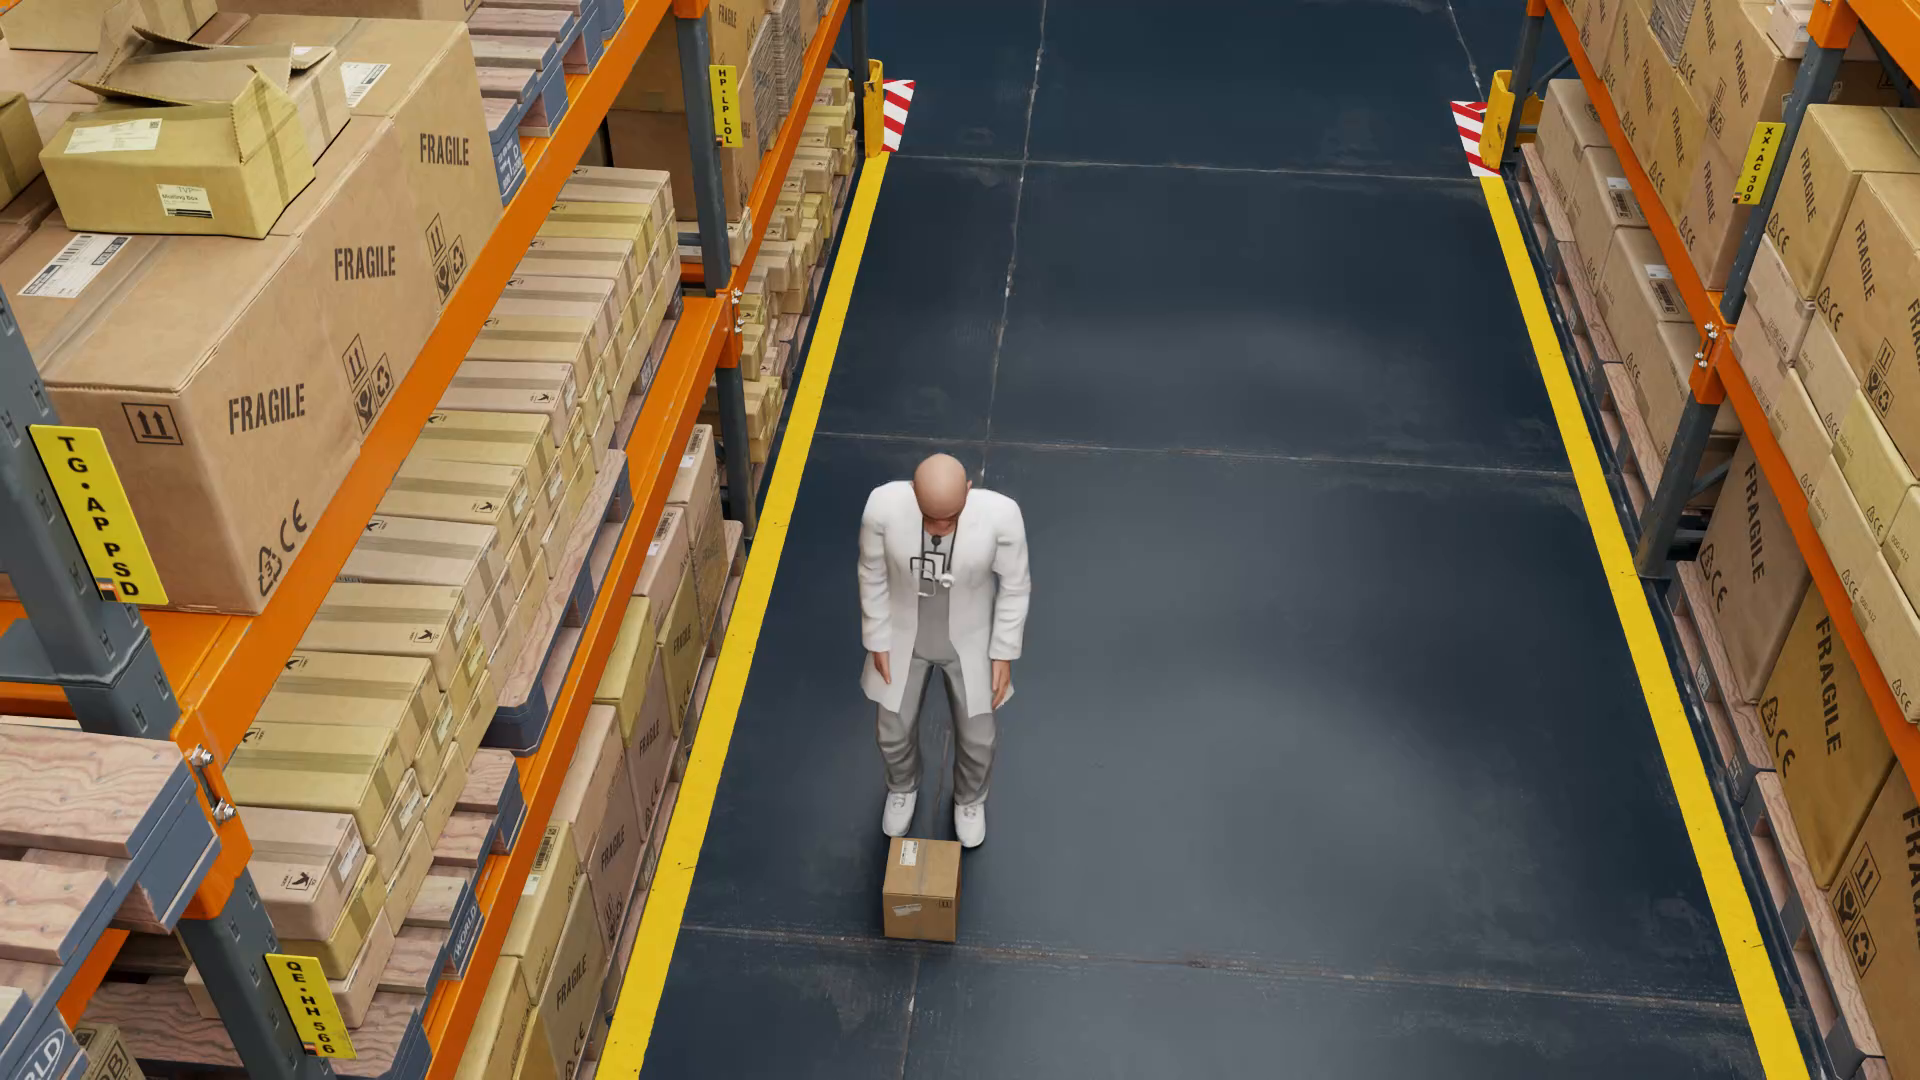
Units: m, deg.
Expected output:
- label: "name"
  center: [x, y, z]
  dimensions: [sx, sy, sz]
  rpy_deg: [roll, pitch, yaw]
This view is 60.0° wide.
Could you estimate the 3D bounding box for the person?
- label: "person"
  center: [-0.057, 0.362, 5.779]
  dimensions: [0.591, 1.728, 0.432]
  rpy_deg: [5, 40, 5]
